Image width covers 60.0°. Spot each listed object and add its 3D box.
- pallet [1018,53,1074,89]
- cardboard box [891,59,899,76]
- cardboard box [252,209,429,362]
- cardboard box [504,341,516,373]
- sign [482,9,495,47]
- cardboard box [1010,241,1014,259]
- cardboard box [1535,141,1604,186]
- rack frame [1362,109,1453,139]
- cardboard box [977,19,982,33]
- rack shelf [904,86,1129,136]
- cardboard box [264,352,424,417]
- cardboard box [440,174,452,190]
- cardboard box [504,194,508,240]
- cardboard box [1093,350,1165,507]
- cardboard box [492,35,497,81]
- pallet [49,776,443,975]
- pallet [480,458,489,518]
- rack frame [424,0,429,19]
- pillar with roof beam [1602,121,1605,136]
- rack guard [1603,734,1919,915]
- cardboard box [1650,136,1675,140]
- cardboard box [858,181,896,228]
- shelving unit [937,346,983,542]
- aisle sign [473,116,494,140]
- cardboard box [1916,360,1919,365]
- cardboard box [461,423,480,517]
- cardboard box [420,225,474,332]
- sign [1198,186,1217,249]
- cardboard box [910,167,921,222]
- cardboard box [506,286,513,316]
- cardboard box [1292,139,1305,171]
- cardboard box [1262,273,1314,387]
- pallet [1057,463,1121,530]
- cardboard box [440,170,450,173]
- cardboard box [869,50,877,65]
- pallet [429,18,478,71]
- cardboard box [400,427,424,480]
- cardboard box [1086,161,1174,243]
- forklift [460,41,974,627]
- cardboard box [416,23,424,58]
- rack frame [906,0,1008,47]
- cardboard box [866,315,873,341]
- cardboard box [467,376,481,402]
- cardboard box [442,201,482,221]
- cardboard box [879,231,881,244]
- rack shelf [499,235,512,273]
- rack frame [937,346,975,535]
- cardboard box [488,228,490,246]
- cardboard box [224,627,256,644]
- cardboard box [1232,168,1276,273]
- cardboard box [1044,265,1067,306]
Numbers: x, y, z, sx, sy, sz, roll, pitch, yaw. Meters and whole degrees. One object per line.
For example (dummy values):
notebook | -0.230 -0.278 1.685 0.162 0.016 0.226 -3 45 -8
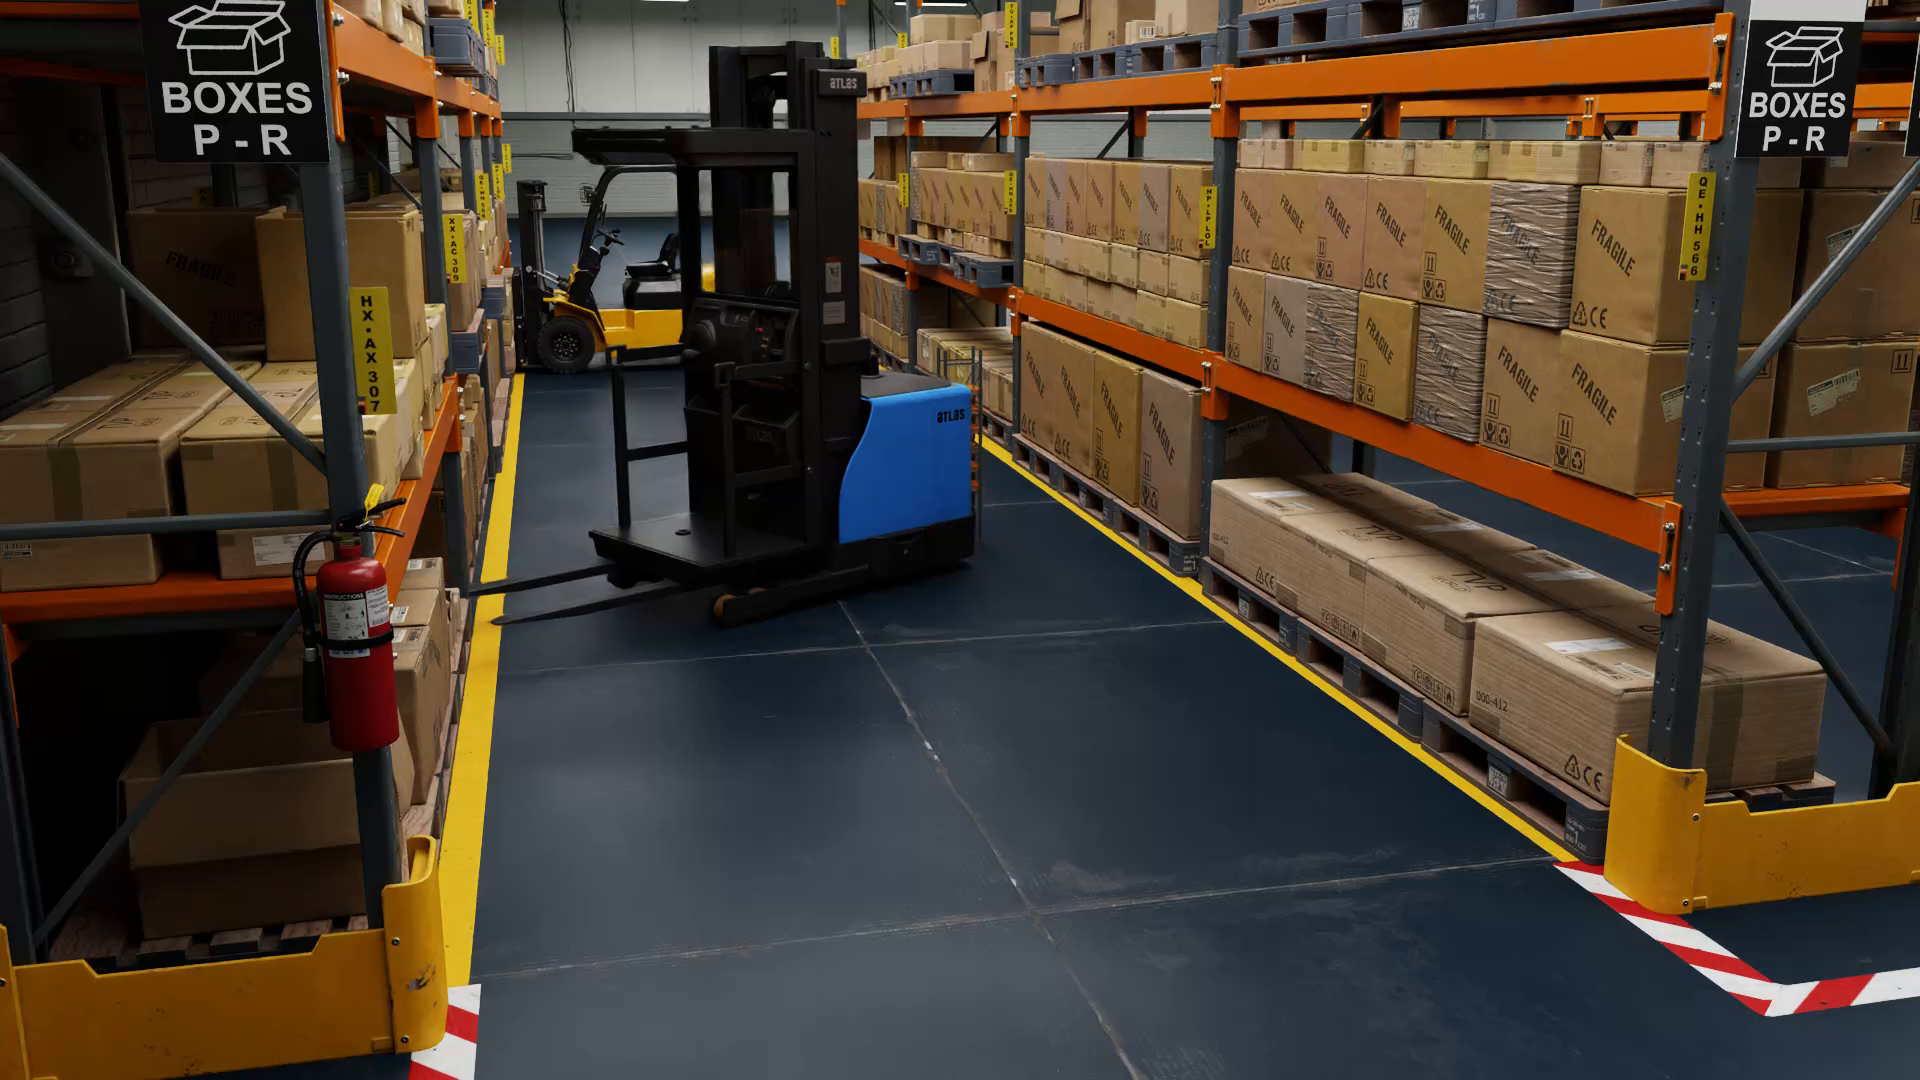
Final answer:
pallet | 1.116 -3.374 11.993 1.213 0.211 1.003 -3 14 -11
cardboard box | -0.392 -4.692 16.683 0.500 0.250 0.500 -3 14 -14
cardboard box | -2.230 -0.932 6.032 0.500 0.500 0.500 -3 14 -12
cardboard box | -4.642 -1.797 16.372 0.500 0.250 0.500 -3 14 -13
sign | -4.325 -4.693 15.242 0.100 0.325 0.005 -3 14 -13
cardboard box | 0.607 -2.298 13.158 0.380 0.149 0.250 -3 14 -11
cardboard box | 2.287 -1.341 5.913 0.380 0.149 0.250 -3 14 -14
rack frame | 4.761 -3.376 17.924 1.000 3.000 0.127 -3 14 -13
cardboard box | 0.233 -4.781 15.734 0.500 0.250 0.500 -3 14 -12
rack shelf | 0.443 -3.723 14.540 1.077 0.370 4.000 -3 14 -13
cardboard box | -2.259 -0.572 6.137 0.500 0.250 0.500 -4 14 -15
cardboard box | -4.803 -3.452 16.030 0.380 0.149 0.250 -3 14 -12
cardboard box | -5.419 -3.671 18.924 0.500 0.500 0.500 -4 14 -14
cardboard box | 1.409 -0.749 10.766 0.875 0.875 0.875 -3 14 -12
cardboard box | -5.449 -5.391 18.548 0.500 0.500 0.500 -3 14 -11
pallet | -2.238 1.123 5.388 1.003 0.211 1.213 -3 14 -13
pallet | -3.772 -0.347 11.404 1.003 0.211 1.213 -3 14 -13
rack frame | -2.972 -3.868 7.297 1.000 3.000 0.127 -3 14 -13
pillar with roof beam | 14.295 -13.478 46.632 9.100 9.000 0.548 -3 14 -13
rack guard | 2.797 0.912 5.642 1.175 0.500 0.348 -3 14 -13
cardboard box | 8.884 -4.742 20.574 0.500 0.500 0.500 -3 14 -13
cardboard box | -0.879 -3.831 18.949 0.500 0.500 0.500 -4 14 -14
shelving unit | -0.003 -0.586 10.298 0.258 1.200 0.189 -3 14 -13
aisle sign | -5.520 -5.016 19.161 0.394 0.787 0.004 -3 14 -13
cardboard box | 6.723 -1.069 11.286 0.500 0.250 0.500 -4 14 -16
cardboard box | -3.230 -0.425 10.228 0.500 0.500 0.500 -4 14 -15
cardboard box | -2.868 -1.330 8.455 0.700 0.500 0.500 -3 14 -12
sign | 1.327 -1.722 8.884 0.100 0.325 0.005 -3 14 -13
cardboard box | -0.195 -3.349 16.094 0.500 0.500 0.500 -3 14 -12
cardboard box | -4.769 -2.401 16.735 0.500 0.250 0.500 -3 14 -13
cardboard box | 1.851 -1.878 8.110 0.380 0.149 0.250 -3 14 -14
cardboard box | 1.822 -1.040 8.154 0.500 0.500 0.500 -3 14 -13
pallet | 1.308 -0.332 11.342 1.003 0.211 1.213 -3 14 -13
cardboard box | -5.684 -3.901 17.869 0.380 0.149 0.250 -3 14 -11
cardboard box | -0.770 -5.212 17.970 0.380 0.149 0.250 -3 14 -12
pallet | -3.057 -2.474 8.307 1.213 0.211 1.003 -3 14 -13
cardboard box | -2.097 -0.300 5.863 0.380 0.149 0.250 -4 14 -15
cardboard box | 1.139 -2.210 10.835 0.500 0.500 0.500 -3 14 -12
forklift | -1.331 -1.114 8.813 3.031 2.935 1.130 -13 19 -42
cardboard box | -2.600 -2.222 7.411 0.380 0.149 0.250 -3 14 -14
rack frame | -0.027 -5.991 15.987 1.000 3.000 0.127 -3 14 -13
cardboard box | -0.792 -2.423 18.932 0.500 0.250 0.500 -2 14 -9
cardboard box | -3.455 -1.020 11.297 0.380 0.149 0.250 -4 14 -16
cardboard box | -4.013 -2.627 13.282 0.380 0.149 0.250 -3 14 -12
cardboard box | -0.671 -3.306 18.170 0.380 0.149 0.250 -4 14 -14
rack shelf | -5.320 -2.911 17.537 1.077 0.370 4.000 -3 14 -13
rack frame | -0.025 -0.607 10.385 0.240 1.200 0.006 -3 14 -13
cardboard box | -4.144 -2.516 13.668 0.500 0.250 0.500 -3 14 -12
cardboard box | -3.046 0.314 7.601 0.500 0.311 0.500 -3 14 -11
cardboard box | 1.729 -1.642 8.510 0.500 0.500 0.500 -3 14 -13
cardboard box | 0.921 -1.836 11.940 0.500 0.250 0.500 -4 14 -15
